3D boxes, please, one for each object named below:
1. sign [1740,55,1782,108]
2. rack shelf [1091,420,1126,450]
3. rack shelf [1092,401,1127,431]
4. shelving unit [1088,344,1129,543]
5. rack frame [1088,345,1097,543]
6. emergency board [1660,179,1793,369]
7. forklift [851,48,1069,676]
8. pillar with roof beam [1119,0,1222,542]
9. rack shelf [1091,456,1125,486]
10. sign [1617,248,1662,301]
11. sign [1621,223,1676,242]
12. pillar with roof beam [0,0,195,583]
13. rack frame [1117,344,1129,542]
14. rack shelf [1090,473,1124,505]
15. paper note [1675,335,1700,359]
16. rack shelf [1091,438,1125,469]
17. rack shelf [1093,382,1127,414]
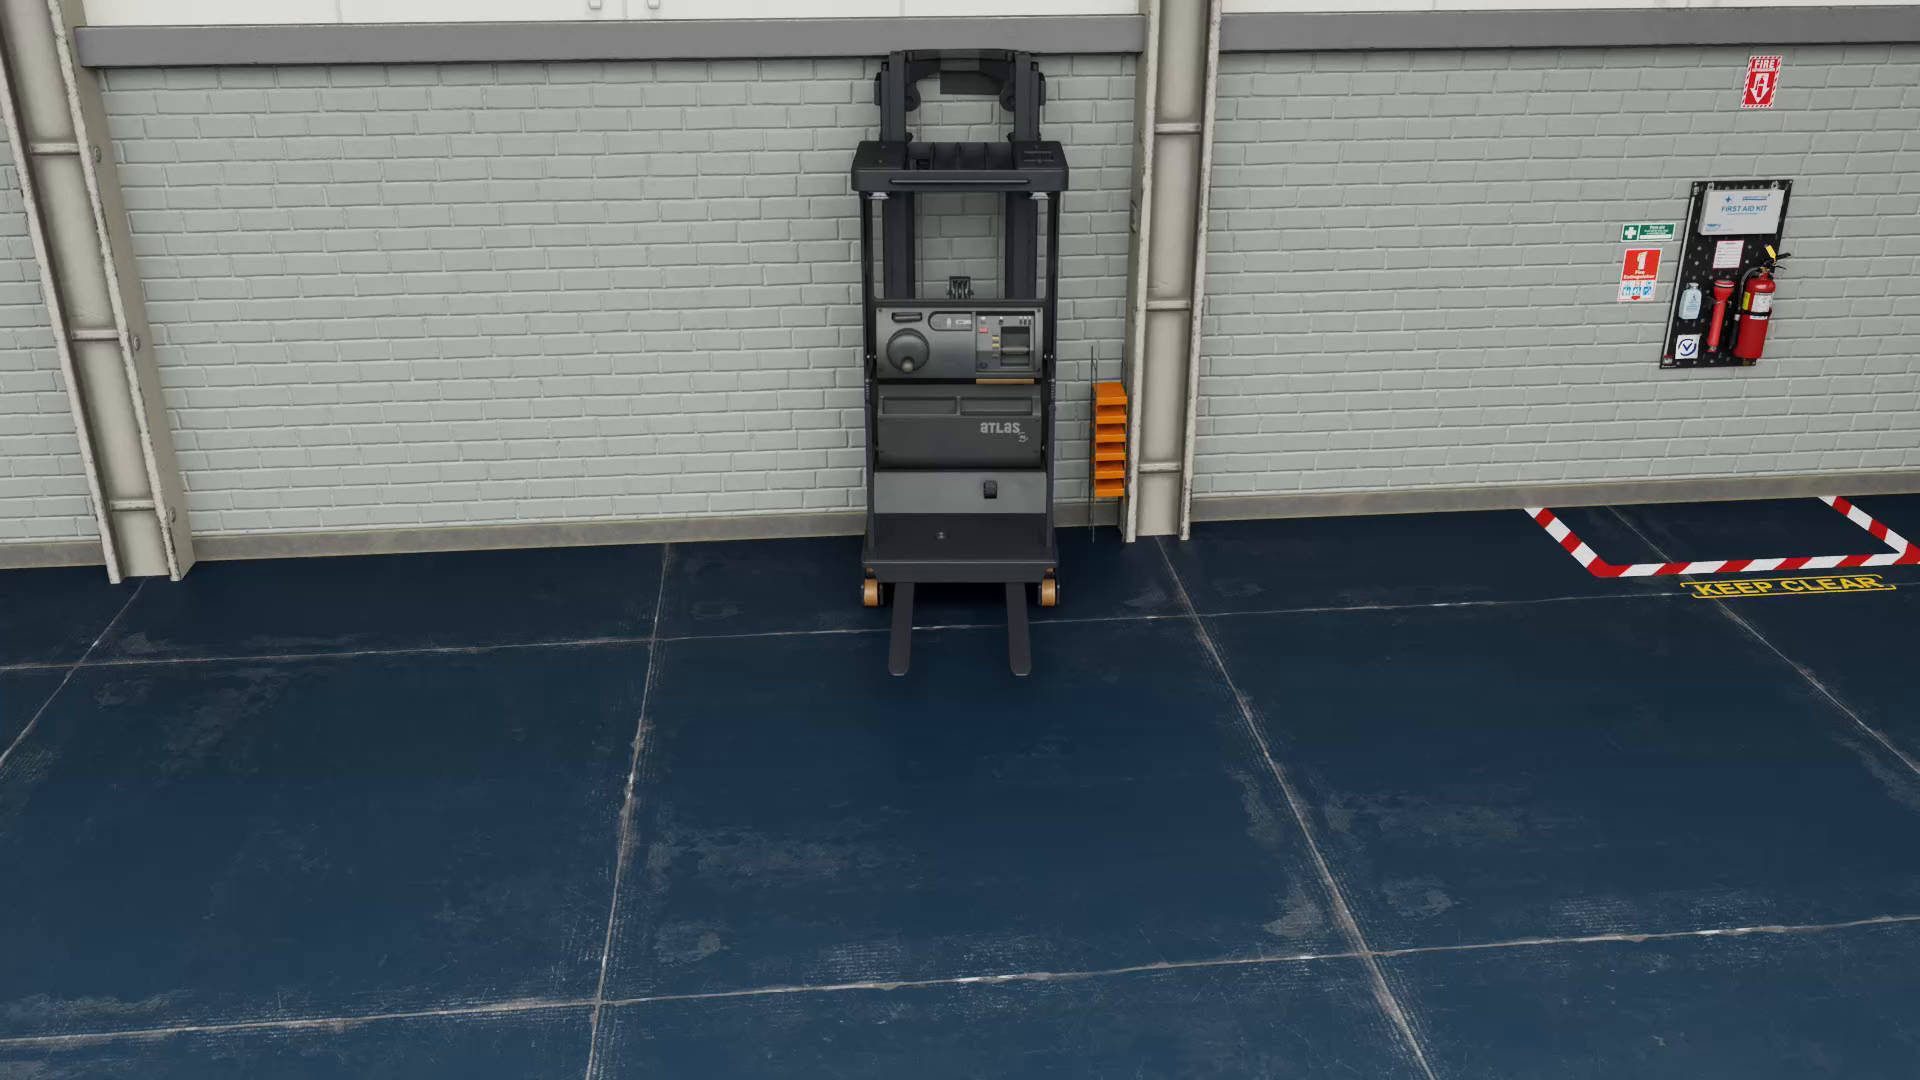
[{"bbox_3d":[4.693,-2.683,9.739,0.199,0.298,0.001,-2,24,-5],"label":"sign"},{"bbox_3d":[0.890,-0.638,10.000,0.180,0.103,0.258,-2,27,-2],"label":"rack shelf"},{"bbox_3d":[0.888,-0.745,9.945,0.180,0.103,0.258,-2,27,-2],"label":"rack shelf"},{"bbox_3d":[0.892,-0.571,10.035,0.189,1.200,0.258,-2,27,-2],"label":"shelving unit"},{"bbox_3d":[0.800,-0.567,10.032,0.006,1.200,0.240,-2,27,-2],"label":"rack frame"},{"bbox_3d":[4.711,-1.584,10.120,0.643,1.169,0.194,-2,24,-5],"label":"emergency board"},{"bbox_3d":[0.000,-1.085,9.082,1.130,2.935,3.031,0,24,0],"label":"forklift"},{"bbox_3d":[1.626,-2.429,4.635,0.400,9.000,9.100,-2,24,-5],"label":"pillar with roof beam"},{"bbox_3d":[0.895,-0.425,10.111,0.180,0.103,0.258,-2,27,-2],"label":"rack shelf"},{"bbox_3d":[4.151,-1.620,10.157,0.234,0.329,0.001,-2,24,-5],"label":"sign"},{"bbox_3d":[4.156,-1.858,10.042,0.331,0.109,0.001,-2,24,-5],"label":"sign"},{"bbox_3d":[-4.345,-2.189,4.096,0.400,9.000,9.100,-2,24,-5],"label":"pillar with roof beam"},{"bbox_3d":[0.983,-0.575,10.038,0.006,1.200,0.240,-2,27,-2],"label":"rack frame"},{"bbox_3d":[0.897,-0.319,10.166,0.180,0.103,0.258,-2,27,-2],"label":"rack shelf"},{"bbox_3d":[4.528,-1.202,10.346,0.142,0.148,0.016,-2,24,-5],"label":"paper note"},{"bbox_3d":[0.893,-0.532,10.055,0.180,0.103,0.258,-2,27,-2],"label":"rack shelf"},{"bbox_3d":[0.886,-0.851,9.890,0.180,0.103,0.258,-2,27,-2],"label":"rack shelf"}]
